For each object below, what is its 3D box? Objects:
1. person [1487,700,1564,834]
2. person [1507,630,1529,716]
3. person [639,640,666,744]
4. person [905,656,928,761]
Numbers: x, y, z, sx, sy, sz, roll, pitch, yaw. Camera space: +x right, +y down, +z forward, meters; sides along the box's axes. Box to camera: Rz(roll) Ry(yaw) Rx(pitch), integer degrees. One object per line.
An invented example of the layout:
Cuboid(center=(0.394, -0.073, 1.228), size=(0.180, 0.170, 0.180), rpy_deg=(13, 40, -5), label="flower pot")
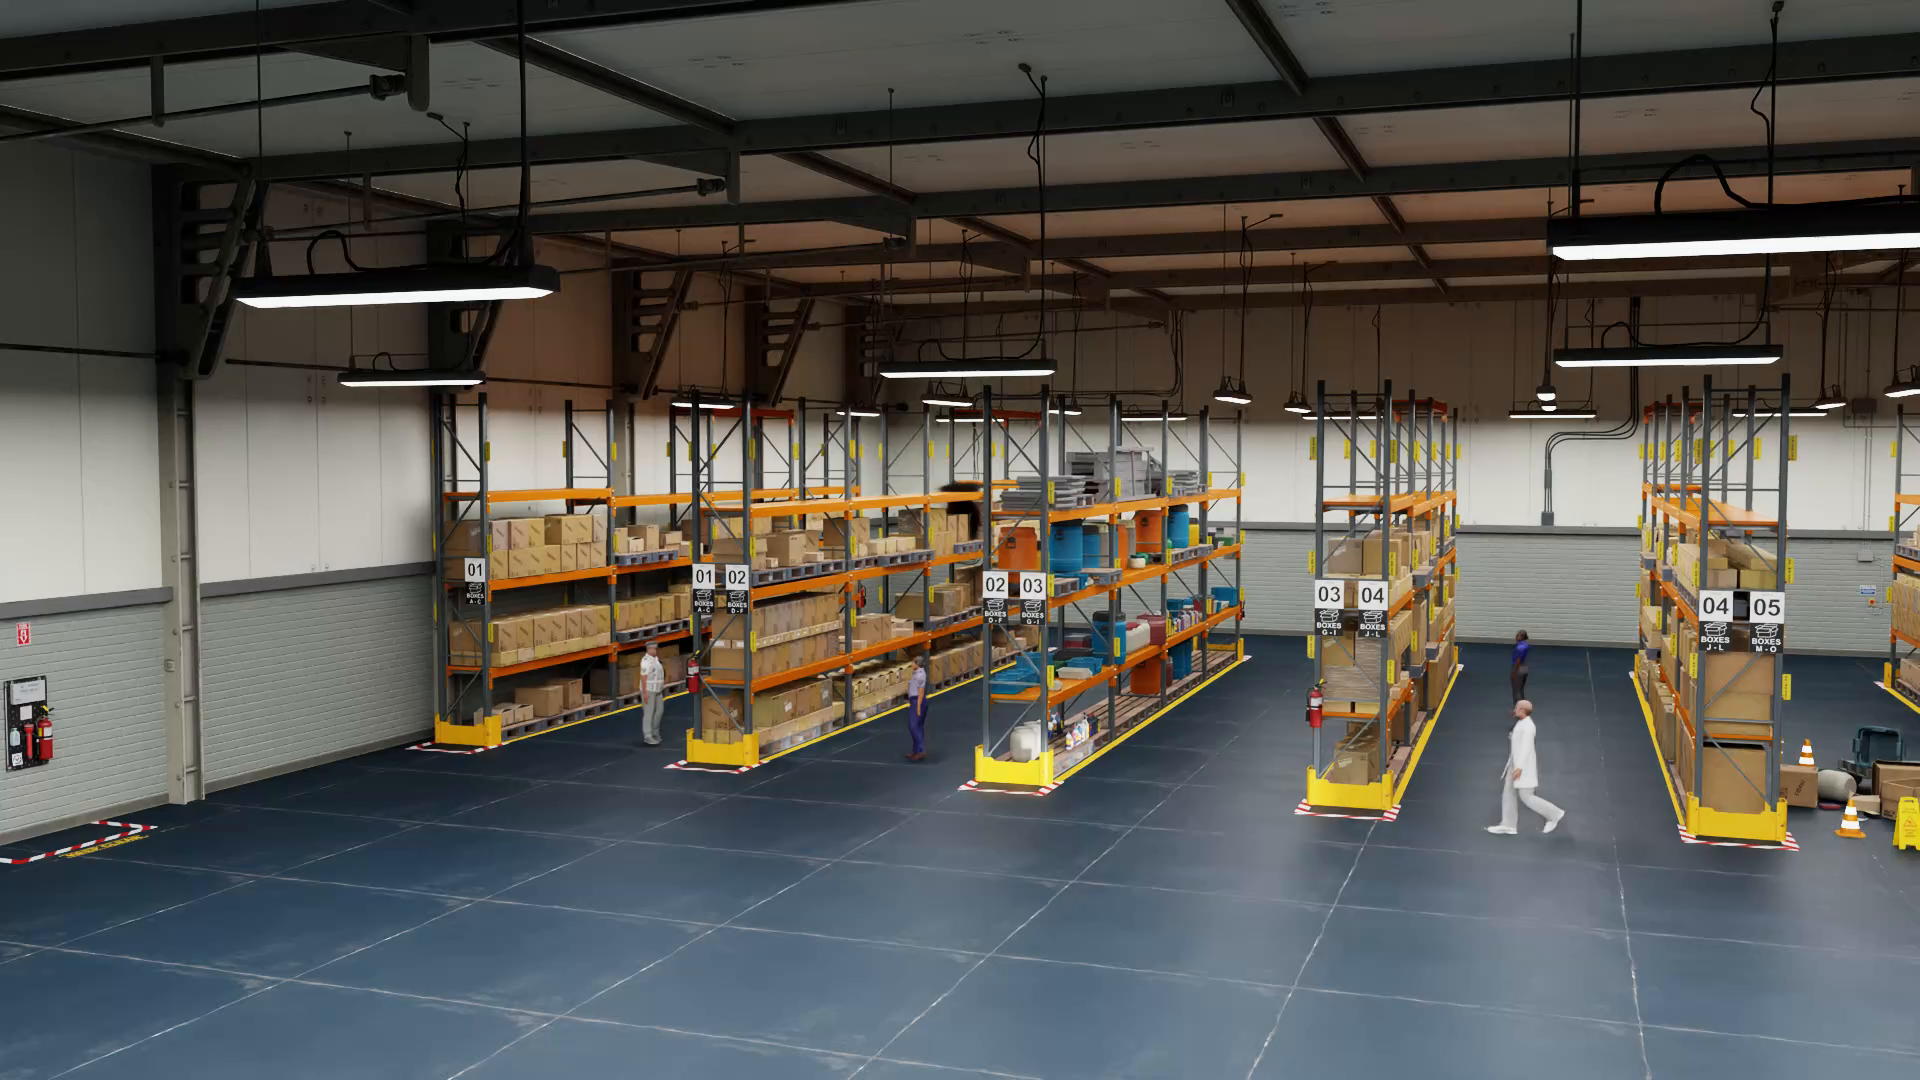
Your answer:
Cuboid(center=(7.368, 2.961, 21.626), size=(0.908, 1.764, 0.522), rpy_deg=(0, 3, -6), label="person")
Cuboid(center=(10.496, 2.504, 31.394), size=(0.458, 1.654, 0.518), rpy_deg=(3, 4, 40), label="person")
Cuboid(center=(-5.306, 2.645, 28.619), size=(0.407, 1.857, 0.613), rpy_deg=(1, 3, 14), label="person")
Cuboid(center=(-0.707, 2.746, 27.181), size=(0.377, 1.694, 0.553), rpy_deg=(0, 3, 0), label="person")
